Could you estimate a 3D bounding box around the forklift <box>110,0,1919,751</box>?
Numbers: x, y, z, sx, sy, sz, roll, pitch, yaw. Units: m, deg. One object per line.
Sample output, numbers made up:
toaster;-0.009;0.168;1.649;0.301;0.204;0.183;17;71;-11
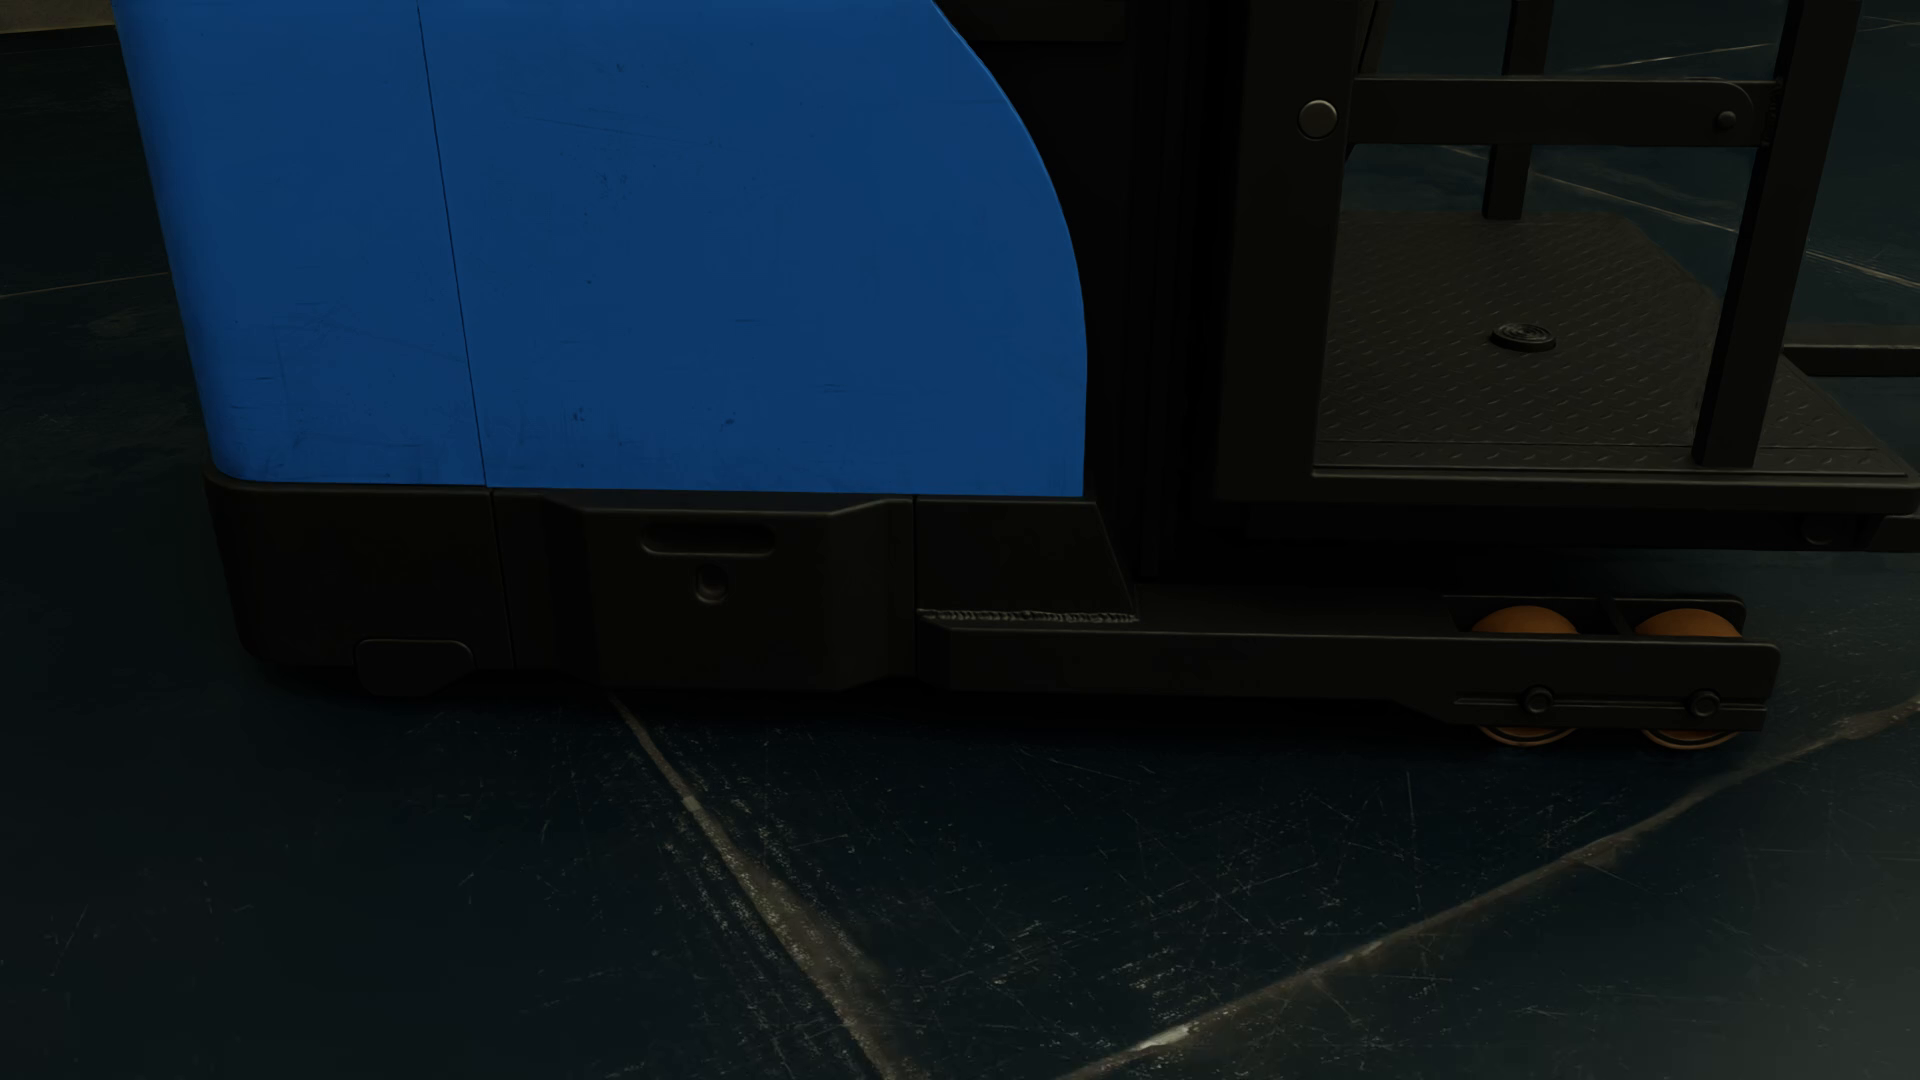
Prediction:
forklift;0.613;-1.301;1.825;3.031;2.935;1.130;1;27;2
